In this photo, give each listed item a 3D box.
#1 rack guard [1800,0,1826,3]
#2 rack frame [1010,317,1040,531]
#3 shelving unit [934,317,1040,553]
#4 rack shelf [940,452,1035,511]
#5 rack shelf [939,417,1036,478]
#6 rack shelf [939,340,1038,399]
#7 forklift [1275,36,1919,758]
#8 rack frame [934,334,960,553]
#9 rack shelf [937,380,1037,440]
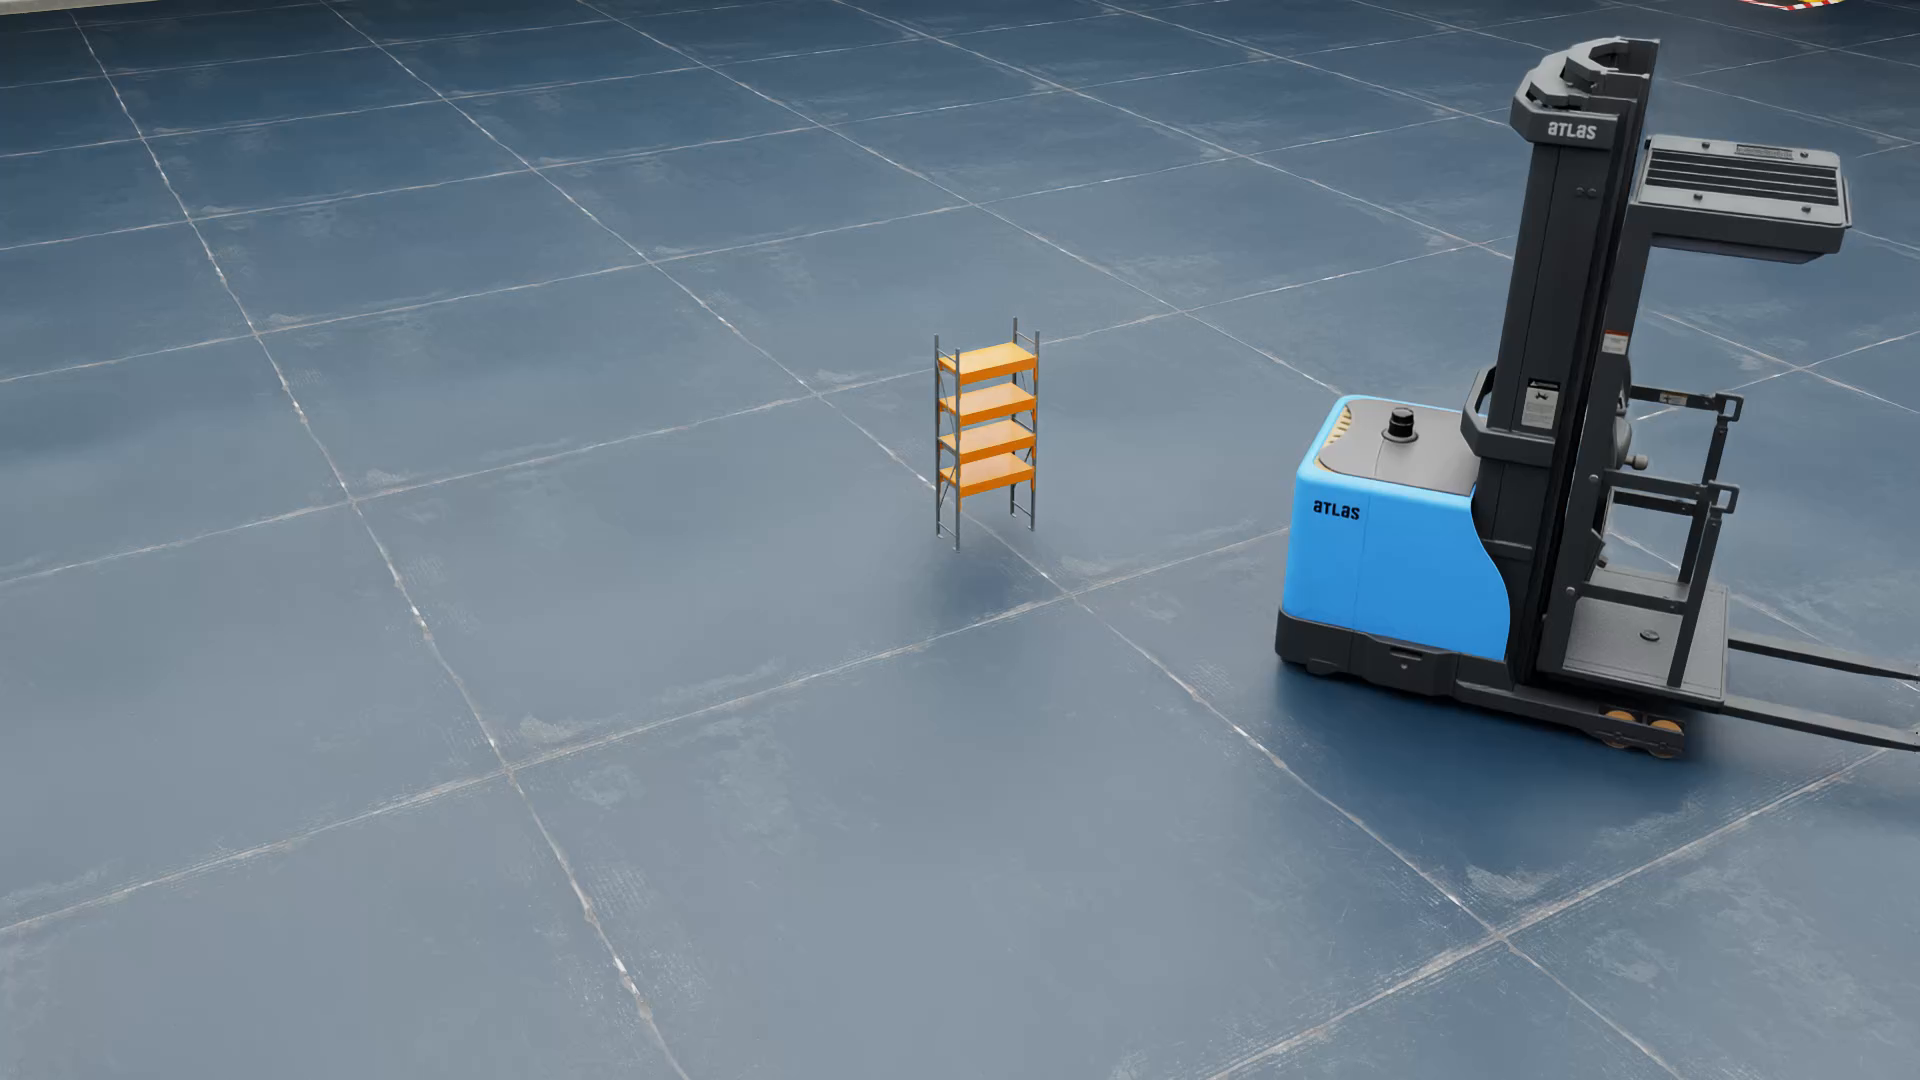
[{"bbox_3d":[11.276,-7.704,22.692,0.348,0.500,1.175,-16,33,-26],"label":"rack guard"},{"bbox_3d":[0.353,-0.626,9.142,0.015,1.200,0.240,-16,33,-26],"label":"rack frame"},{"bbox_3d":[0.143,-0.566,9.034,0.503,1.200,0.258,-16,33,-26],"label":"shelving unit"},{"bbox_3d":[0.143,-0.333,9.162,0.480,0.148,0.258,-16,33,-26],"label":"rack shelf"},{"bbox_3d":[0.143,-0.507,9.066,0.480,0.148,0.258,-16,33,-26],"label":"rack shelf"},{"bbox_3d":[0.143,-0.910,8.844,0.480,0.148,0.258,-16,33,-26],"label":"rack shelf"},{"bbox_3d":[3.103,-0.596,7.296,3.031,2.935,1.130,12,31,20],"label":"forklift"},{"bbox_3d":[-0.068,-0.506,8.925,0.015,1.200,0.240,-16,33,-26],"label":"rack frame"},{"bbox_3d":[0.143,-0.703,8.958,0.480,0.148,0.258,-16,33,-26],"label":"rack shelf"}]
